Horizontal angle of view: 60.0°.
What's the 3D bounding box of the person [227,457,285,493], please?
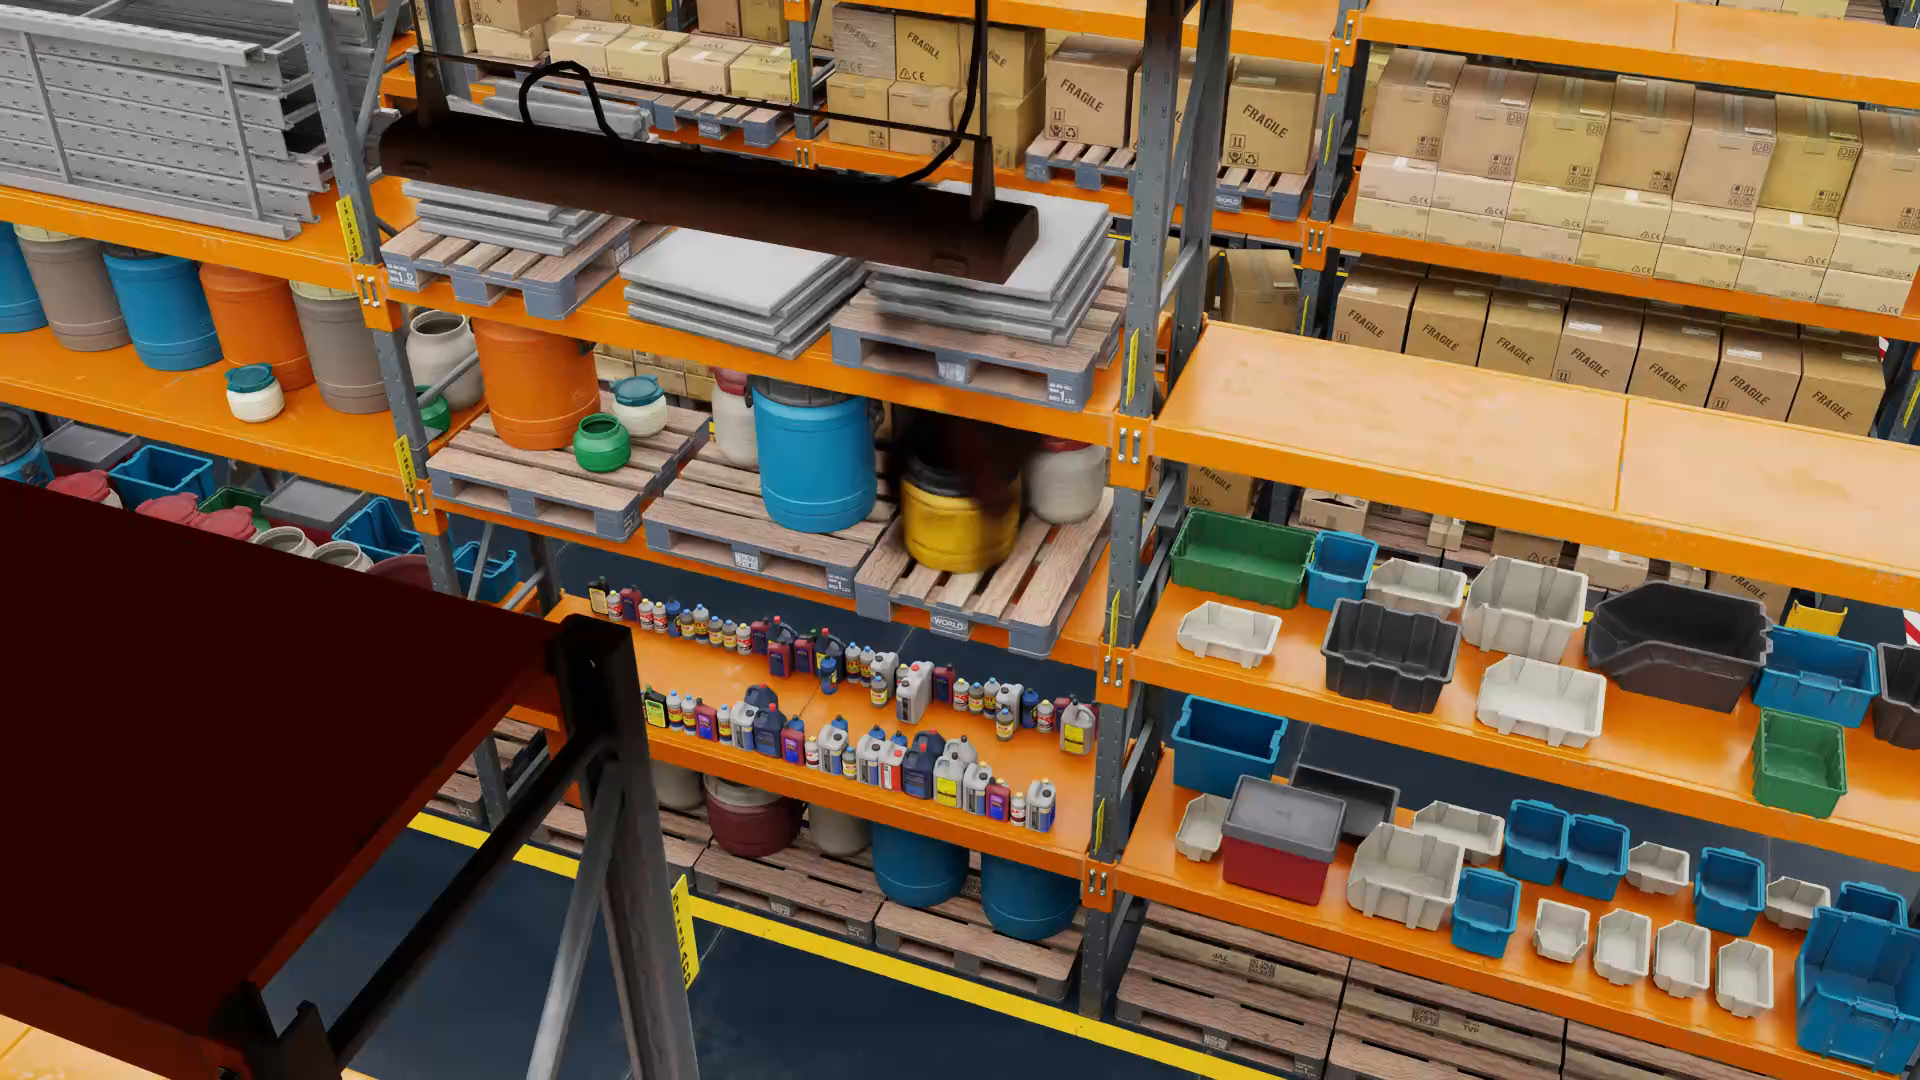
[{"bbox_3d":[-5.515,-0.686,12.923,0.660,1.708,0.643,14,39,18],"label":"person"}]
